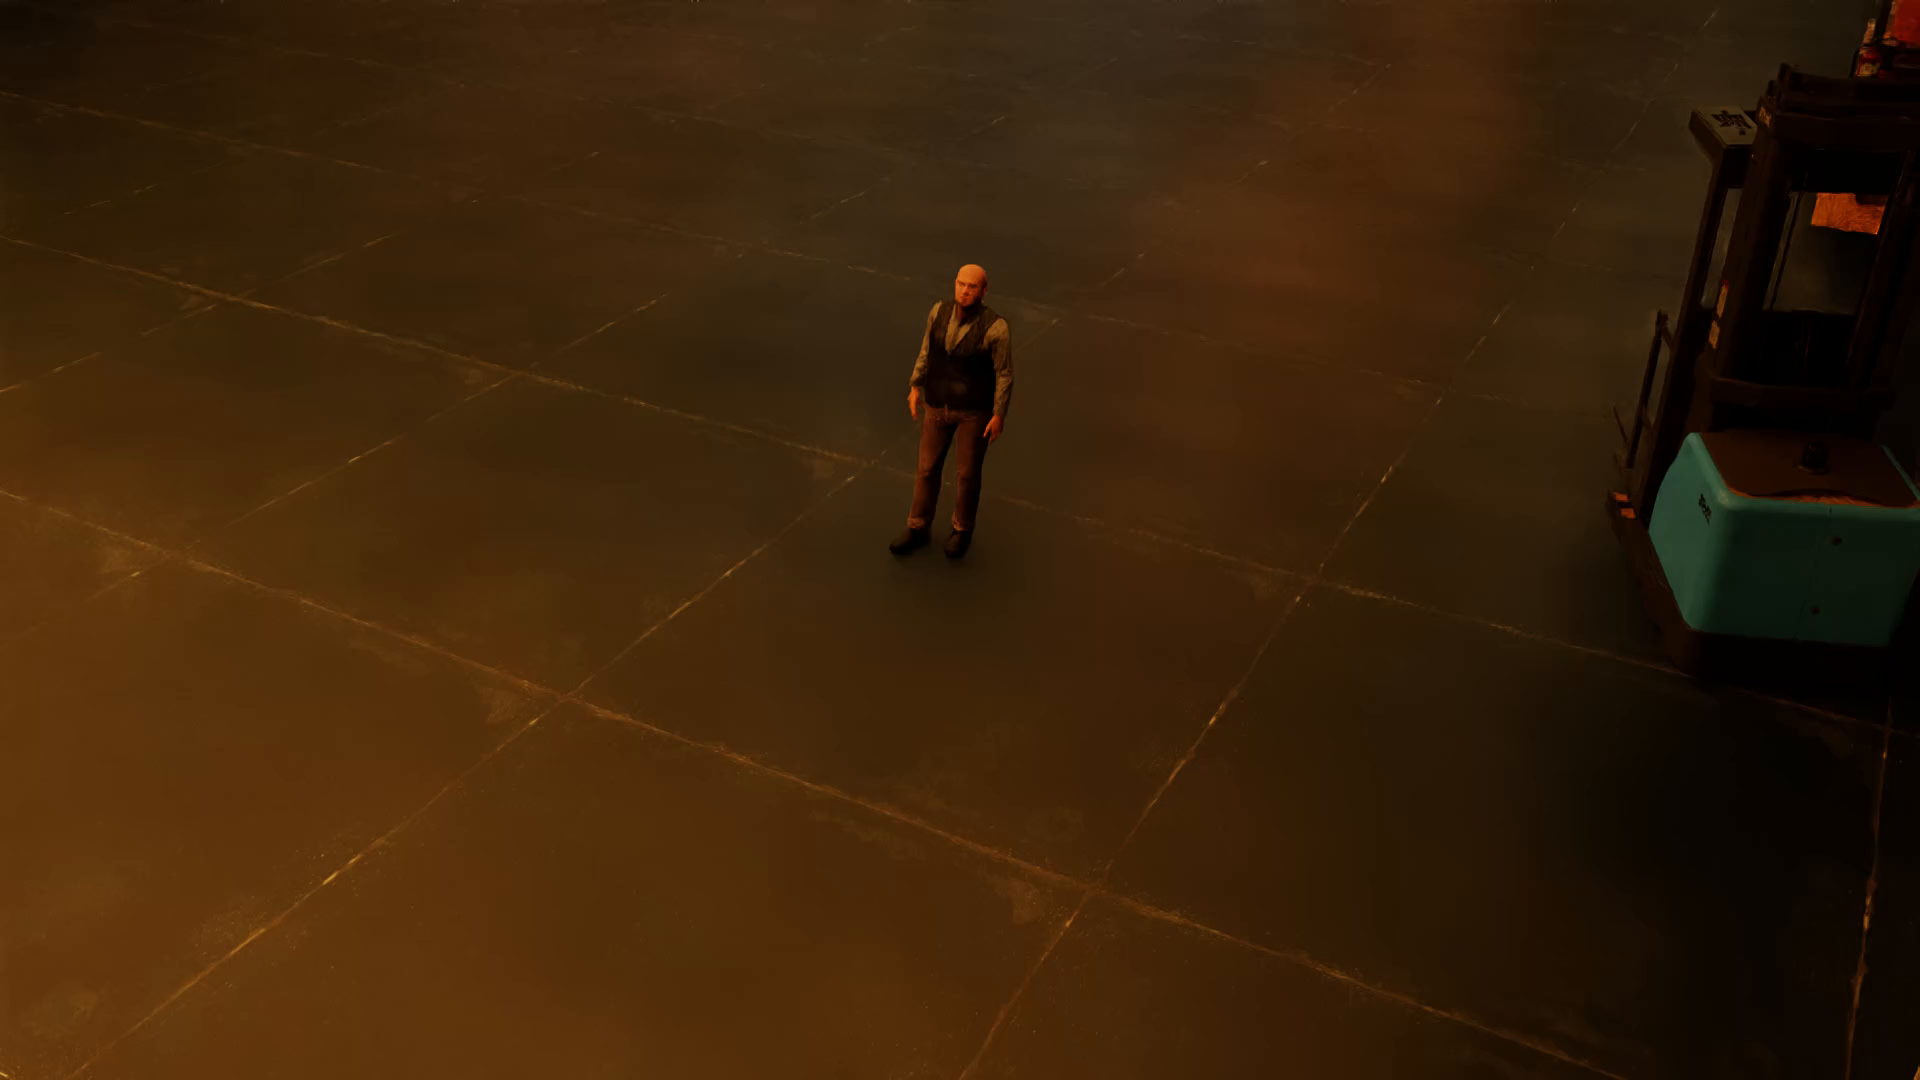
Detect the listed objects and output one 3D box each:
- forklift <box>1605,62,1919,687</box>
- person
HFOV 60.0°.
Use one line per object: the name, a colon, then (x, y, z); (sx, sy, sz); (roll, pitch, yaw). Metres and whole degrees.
forklift: (4.492, -1.234, 9.208); (1.130, 2.935, 3.031); (4, 30, 8)
person: (-0.037, -0.726, 9.525); (0.632, 1.720, 0.567); (15, 33, 25)
